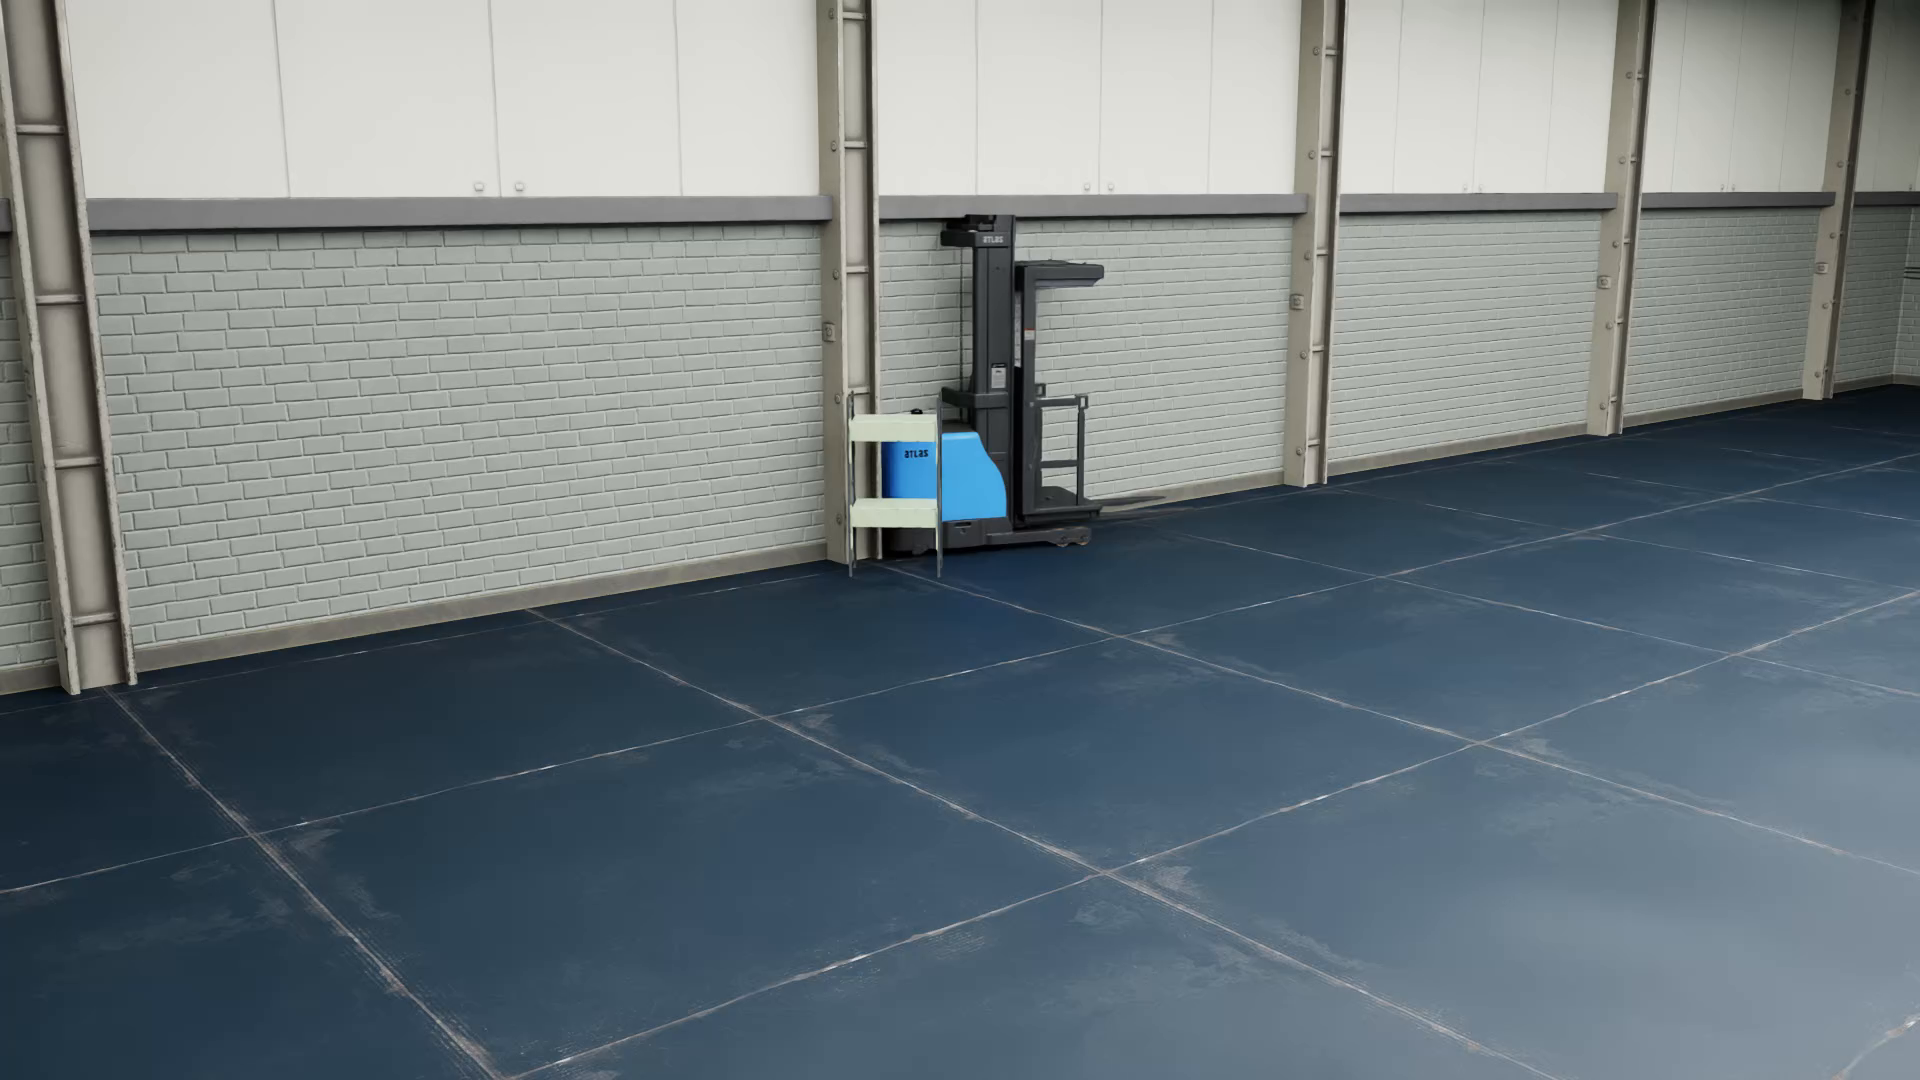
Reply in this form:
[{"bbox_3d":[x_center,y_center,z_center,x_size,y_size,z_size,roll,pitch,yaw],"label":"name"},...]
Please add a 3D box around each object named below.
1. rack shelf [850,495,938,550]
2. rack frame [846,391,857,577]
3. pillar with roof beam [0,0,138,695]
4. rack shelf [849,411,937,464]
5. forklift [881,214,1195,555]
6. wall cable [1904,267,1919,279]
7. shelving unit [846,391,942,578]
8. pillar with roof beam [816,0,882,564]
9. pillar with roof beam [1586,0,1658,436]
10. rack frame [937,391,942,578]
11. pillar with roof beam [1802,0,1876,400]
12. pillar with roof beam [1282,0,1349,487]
[{"bbox_3d":[-0.536,-0.149,13.889,0.720,0.370,0.431,0,13,2],"label":"rack shelf"},{"bbox_3d":[-0.902,-0.469,13.829,0.023,1.500,0.400,0,13,2],"label":"rack frame"},{"bbox_3d":[-2.920,-2.766,6.611,0.400,9.000,9.100,-9,15,-38],"label":"pillar with roof beam"},{"bbox_3d":[-0.536,-0.847,13.727,0.720,0.370,0.431,0,13,2],"label":"rack shelf"},{"bbox_3d":[0.664,-1.469,15.109,3.031,2.935,1.130,-4,13,-19],"label":"forklift"},{"bbox_3d":[16.258,-5.227,25.678,0.112,2.526,3.097,-9,15,-38],"label":"wall cable"},{"bbox_3d":[-0.536,-0.466,13.815,0.755,1.500,0.431,0,13,2],"label":"shelving unit"},{"bbox_3d":[1.765,-3.544,10.278,0.400,9.000,9.100,-9,15,-38],"label":"pillar with roof beam"},{"bbox_3d":[11.136,-5.102,17.611,0.400,9.000,9.100,-9,15,-38],"label":"pillar with roof beam"},{"bbox_3d":[-0.170,-0.464,13.801,0.023,1.500,0.400,0,13,2],"label":"rack frame"},{"bbox_3d":[15.821,-5.880,21.277,0.400,9.000,9.100,-9,15,-38],"label":"pillar with roof beam"},{"bbox_3d":[6.451,-4.323,13.944,0.400,9.000,9.100,-9,15,-38],"label":"pillar with roof beam"}]
